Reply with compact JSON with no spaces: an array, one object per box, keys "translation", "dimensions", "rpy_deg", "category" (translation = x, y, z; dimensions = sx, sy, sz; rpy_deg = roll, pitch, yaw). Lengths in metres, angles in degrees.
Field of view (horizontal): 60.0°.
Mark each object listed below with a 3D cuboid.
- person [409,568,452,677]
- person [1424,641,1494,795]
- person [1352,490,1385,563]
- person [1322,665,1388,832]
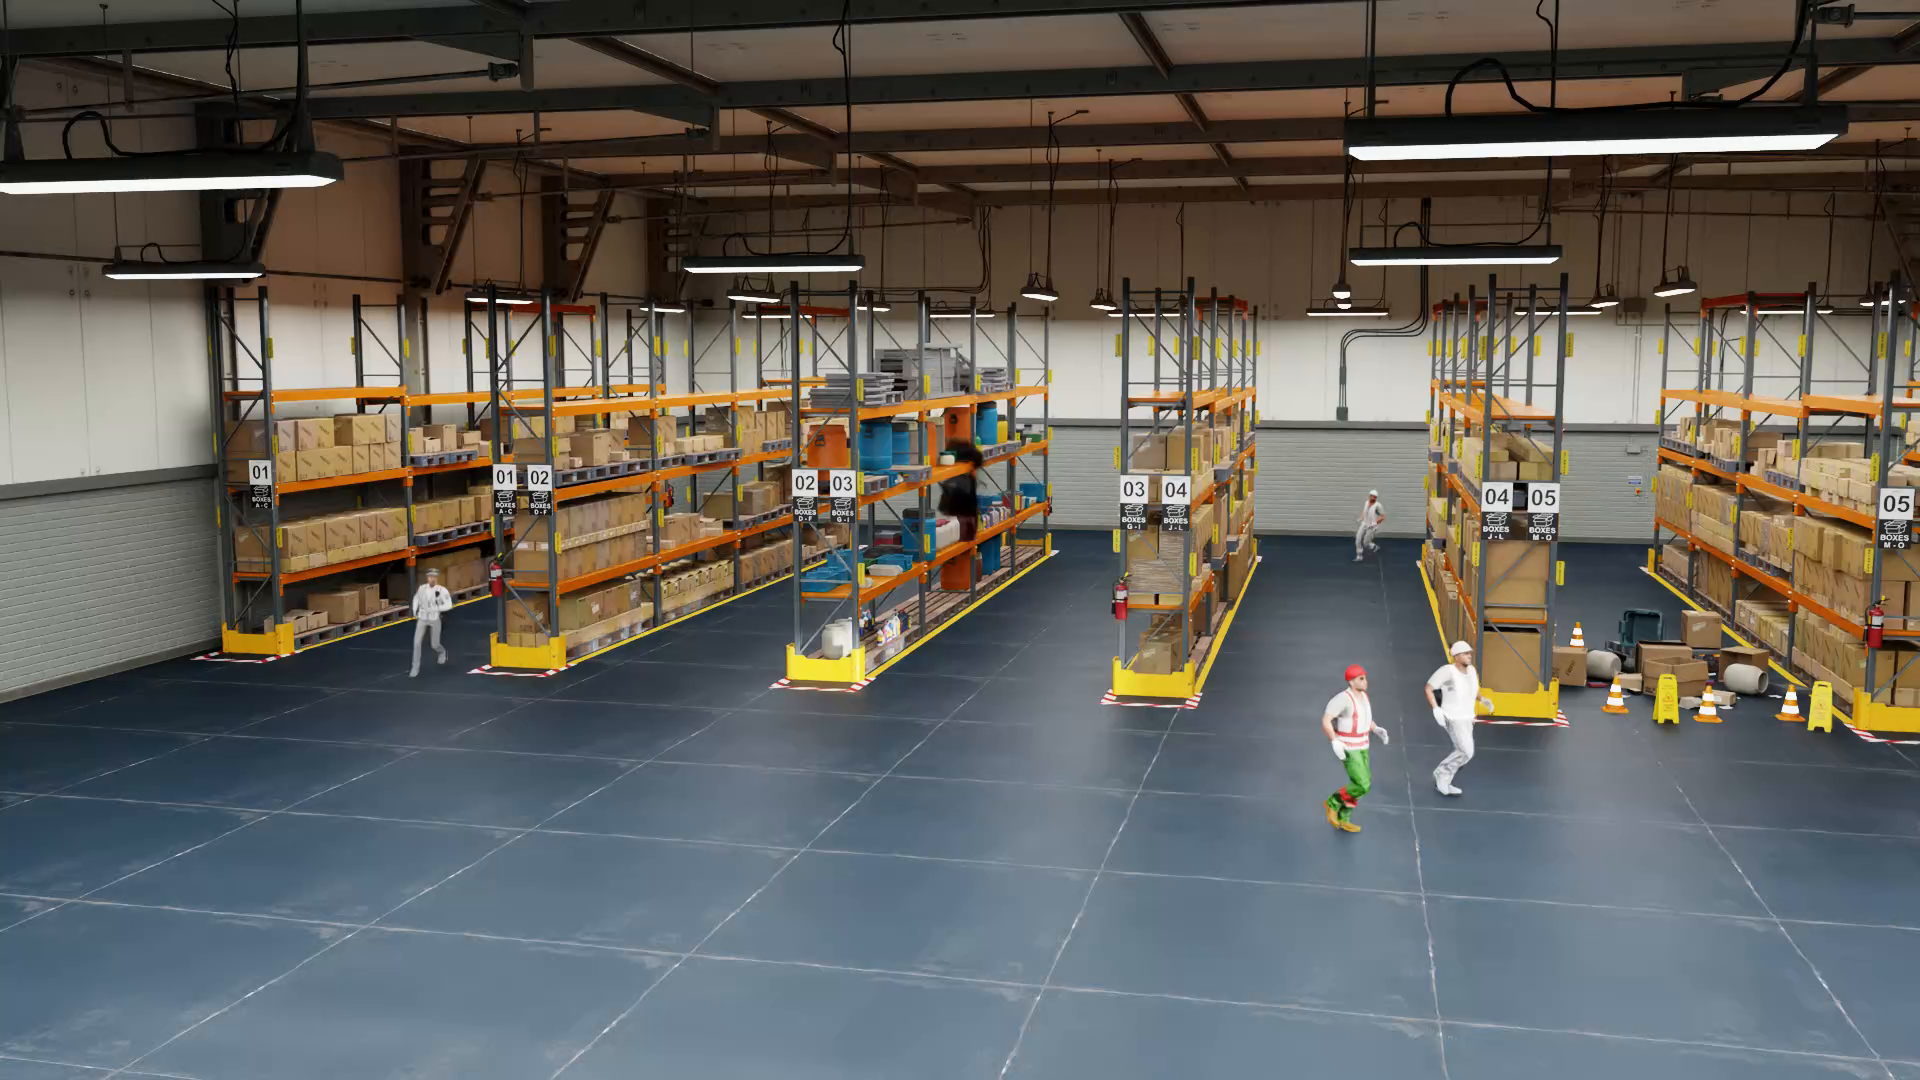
[{"translation":[-8.193,1.243,25.793],"dimensions":[0.645,1.645,0.782],"rpy_deg":[0,7,-3],"category":"person"},{"translation":[5.616,1.998,18.580],"dimensions":[0.686,1.744,0.599],"rpy_deg":[-6,9,-41],"category":"person"},{"translation":[9.612,-0.313,38.888],"dimensions":[0.667,1.723,0.701],"rpy_deg":[-5,8,-38],"category":"person"},{"translation":[4.102,2.158,17.242],"dimensions":[0.584,1.749,0.669],"rpy_deg":[6,9,41],"category":"person"}]
